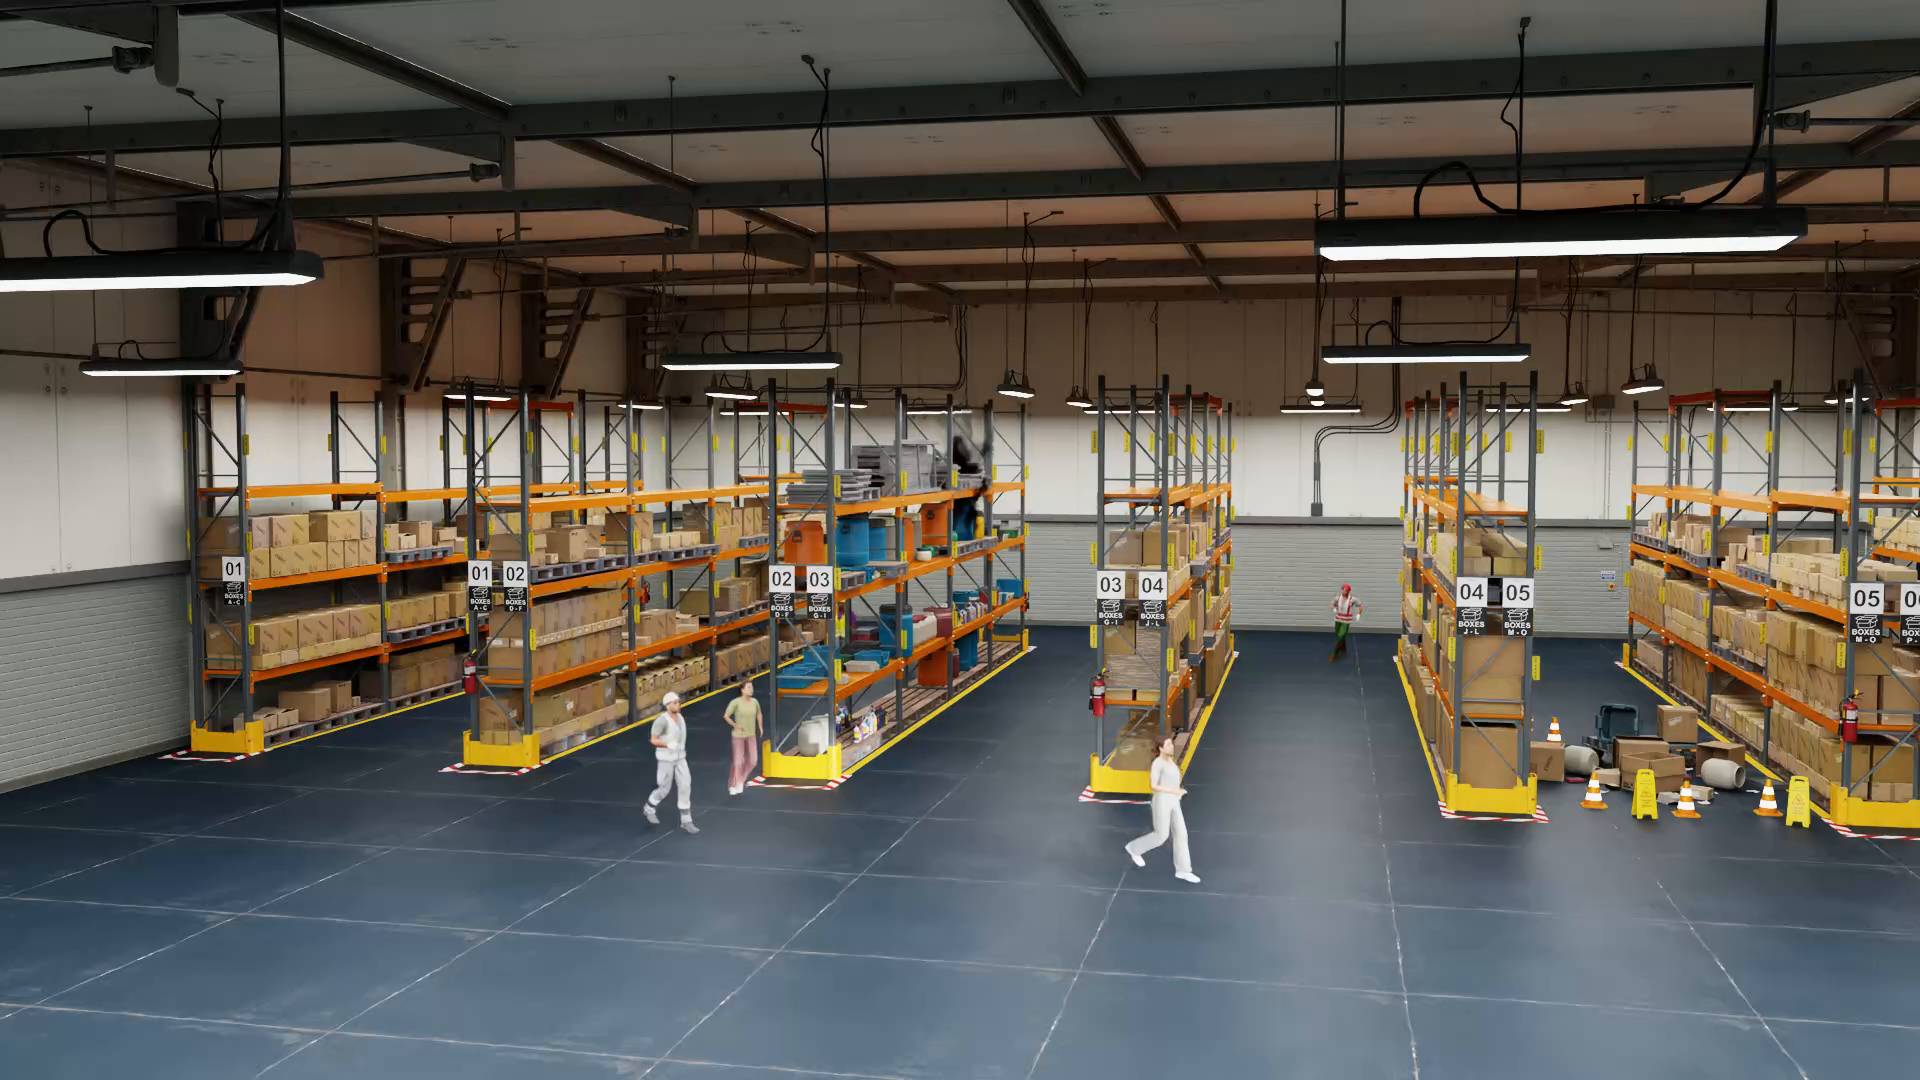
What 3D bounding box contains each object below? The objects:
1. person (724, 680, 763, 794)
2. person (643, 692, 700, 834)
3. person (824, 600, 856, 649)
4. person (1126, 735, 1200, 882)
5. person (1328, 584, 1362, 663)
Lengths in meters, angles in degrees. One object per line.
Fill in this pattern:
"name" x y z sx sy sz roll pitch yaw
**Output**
"person" -3.063 2.819 23.808 0.637 1.632 0.566 -2 4 -30
"person" -3.767 2.868 21.545 0.919 1.803 0.648 3 4 38
"person" -2.591 2.071 35.864 0.677 1.717 0.734 0 3 -2
"person" 2.348 3.065 19.155 0.935 1.663 0.568 2 4 36
"person" 8.878 1.910 38.456 0.691 1.808 0.906 3 4 38
